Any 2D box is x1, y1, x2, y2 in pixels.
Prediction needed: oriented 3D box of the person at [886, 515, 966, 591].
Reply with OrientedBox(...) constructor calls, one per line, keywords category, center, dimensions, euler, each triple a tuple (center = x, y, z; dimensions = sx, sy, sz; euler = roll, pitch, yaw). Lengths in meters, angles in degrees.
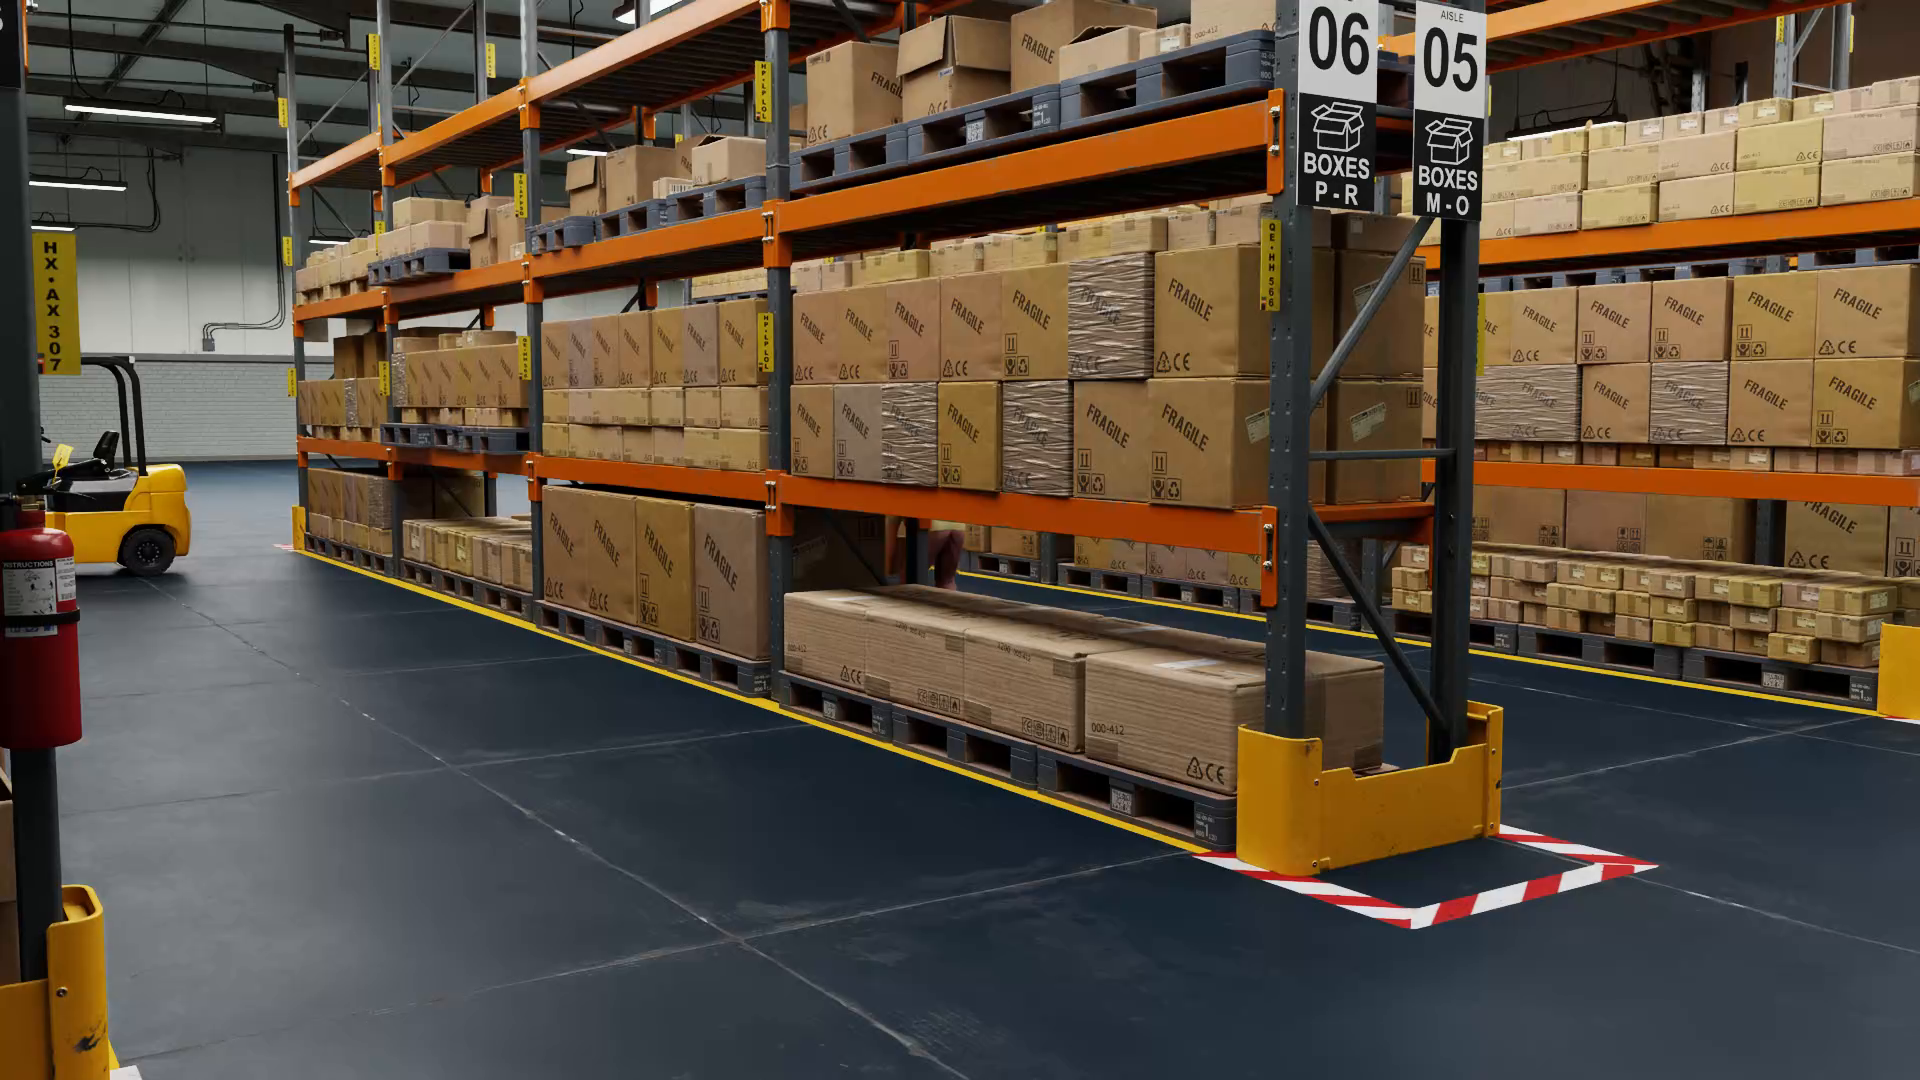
OrientedBox(category="person", center=(-0.285, 0.095, 11.637), dimensions=(0.420, 1.309, 0.806), euler=(-3, 6, -36))
